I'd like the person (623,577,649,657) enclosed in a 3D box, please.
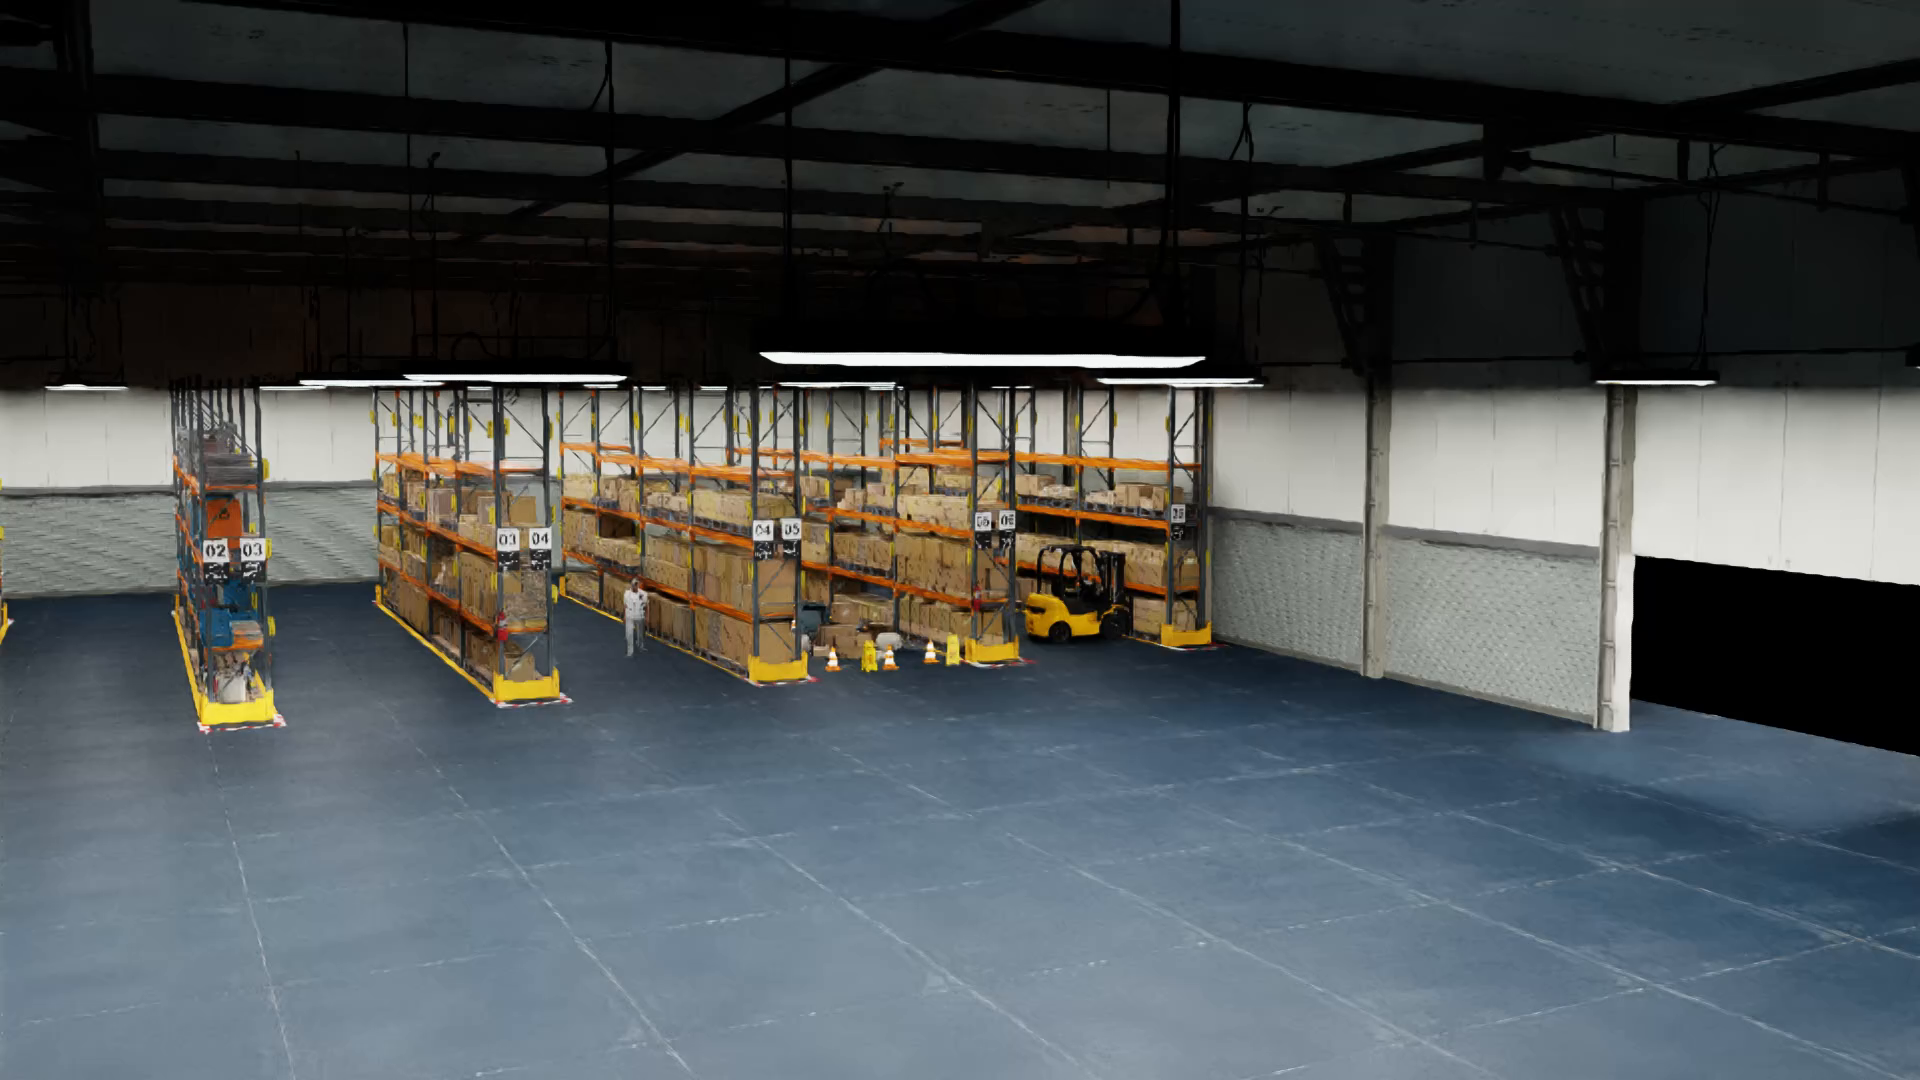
[{"bbox_3d":[-7.029,1.650,36.107,0.566,1.719,0.949,-1,5,-11],"label":"person"}]

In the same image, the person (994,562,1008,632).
[{"bbox_3d":[0.909,1.408,39.715,0.465,1.559,0.498,0,5,3],"label":"person"}]
